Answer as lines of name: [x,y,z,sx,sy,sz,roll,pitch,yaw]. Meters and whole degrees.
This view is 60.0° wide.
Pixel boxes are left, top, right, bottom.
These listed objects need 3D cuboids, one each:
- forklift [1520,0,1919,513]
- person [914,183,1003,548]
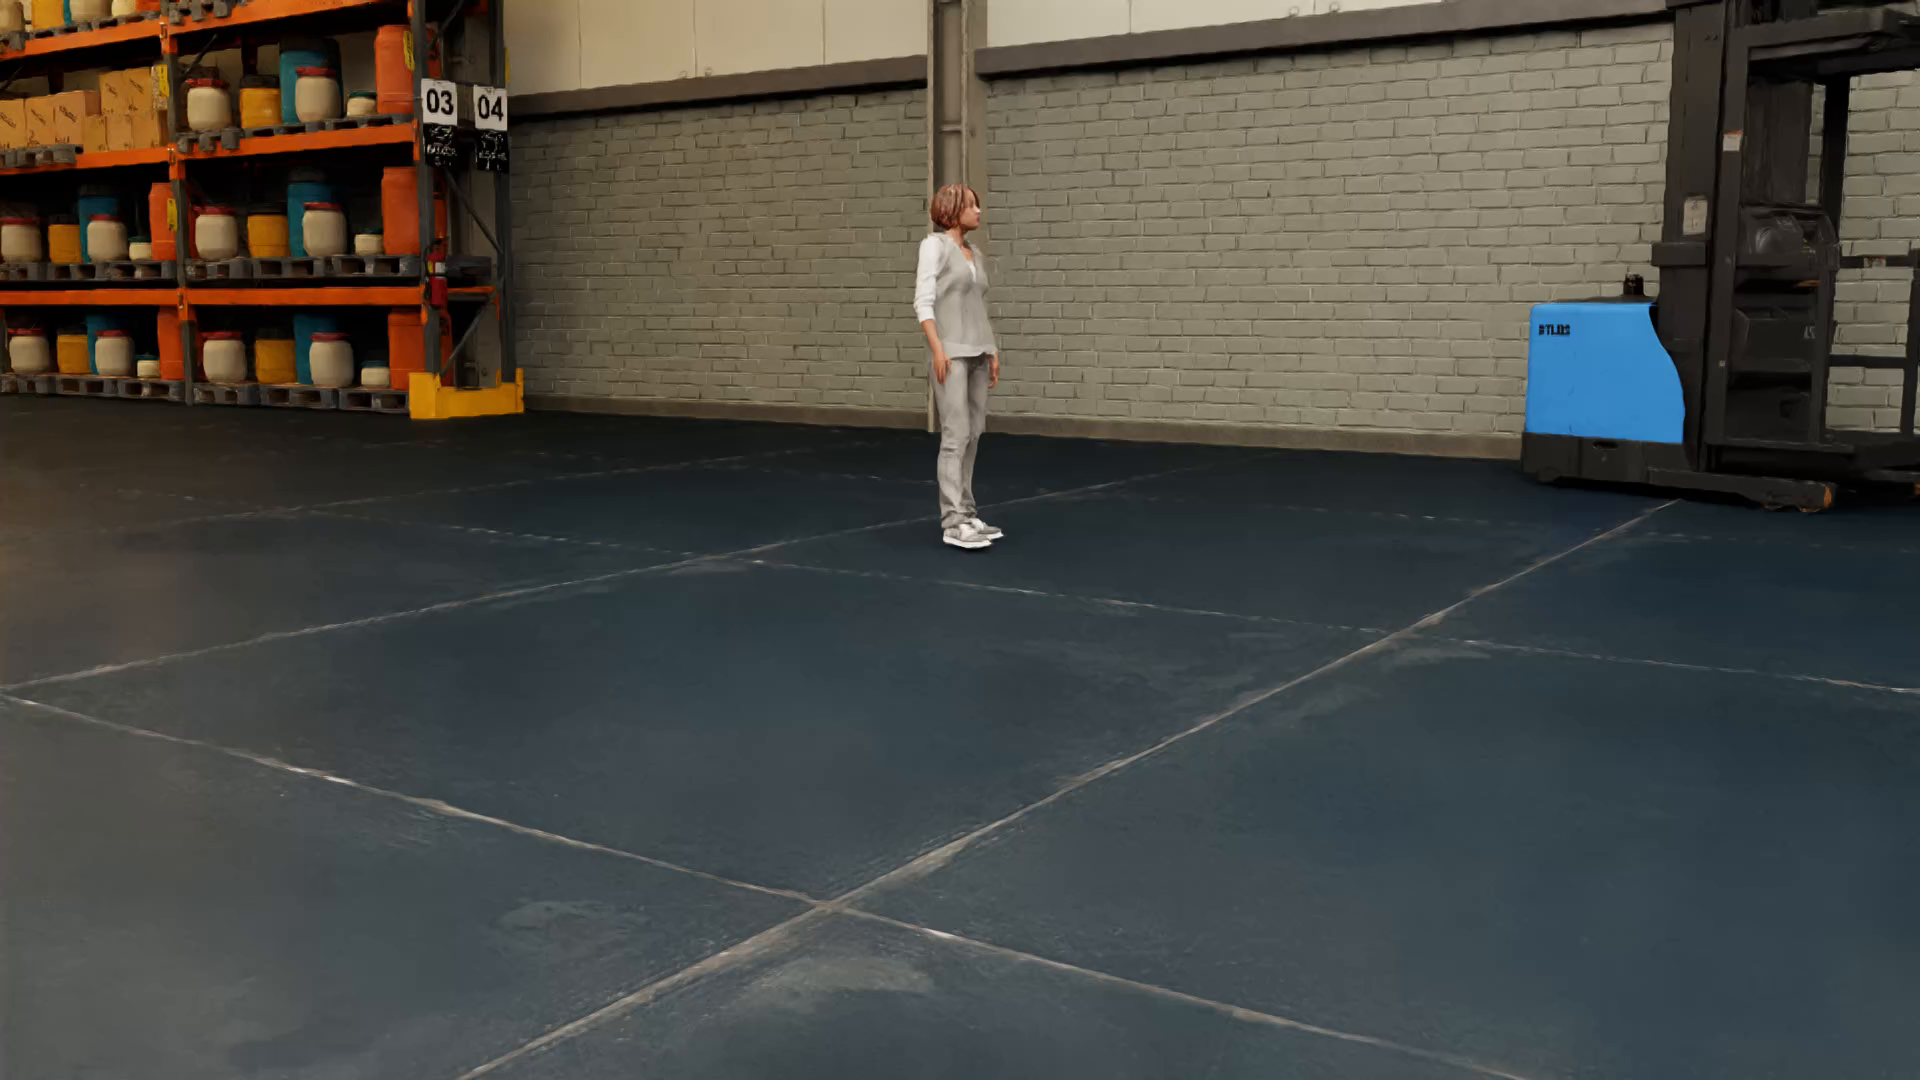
forklift: [4.638,-1.664,8.897,1.130,2.935,3.031,-6,10,-36]
person: [0.054,-0.790,7.438,0.474,1.597,0.521,5,10,34]
